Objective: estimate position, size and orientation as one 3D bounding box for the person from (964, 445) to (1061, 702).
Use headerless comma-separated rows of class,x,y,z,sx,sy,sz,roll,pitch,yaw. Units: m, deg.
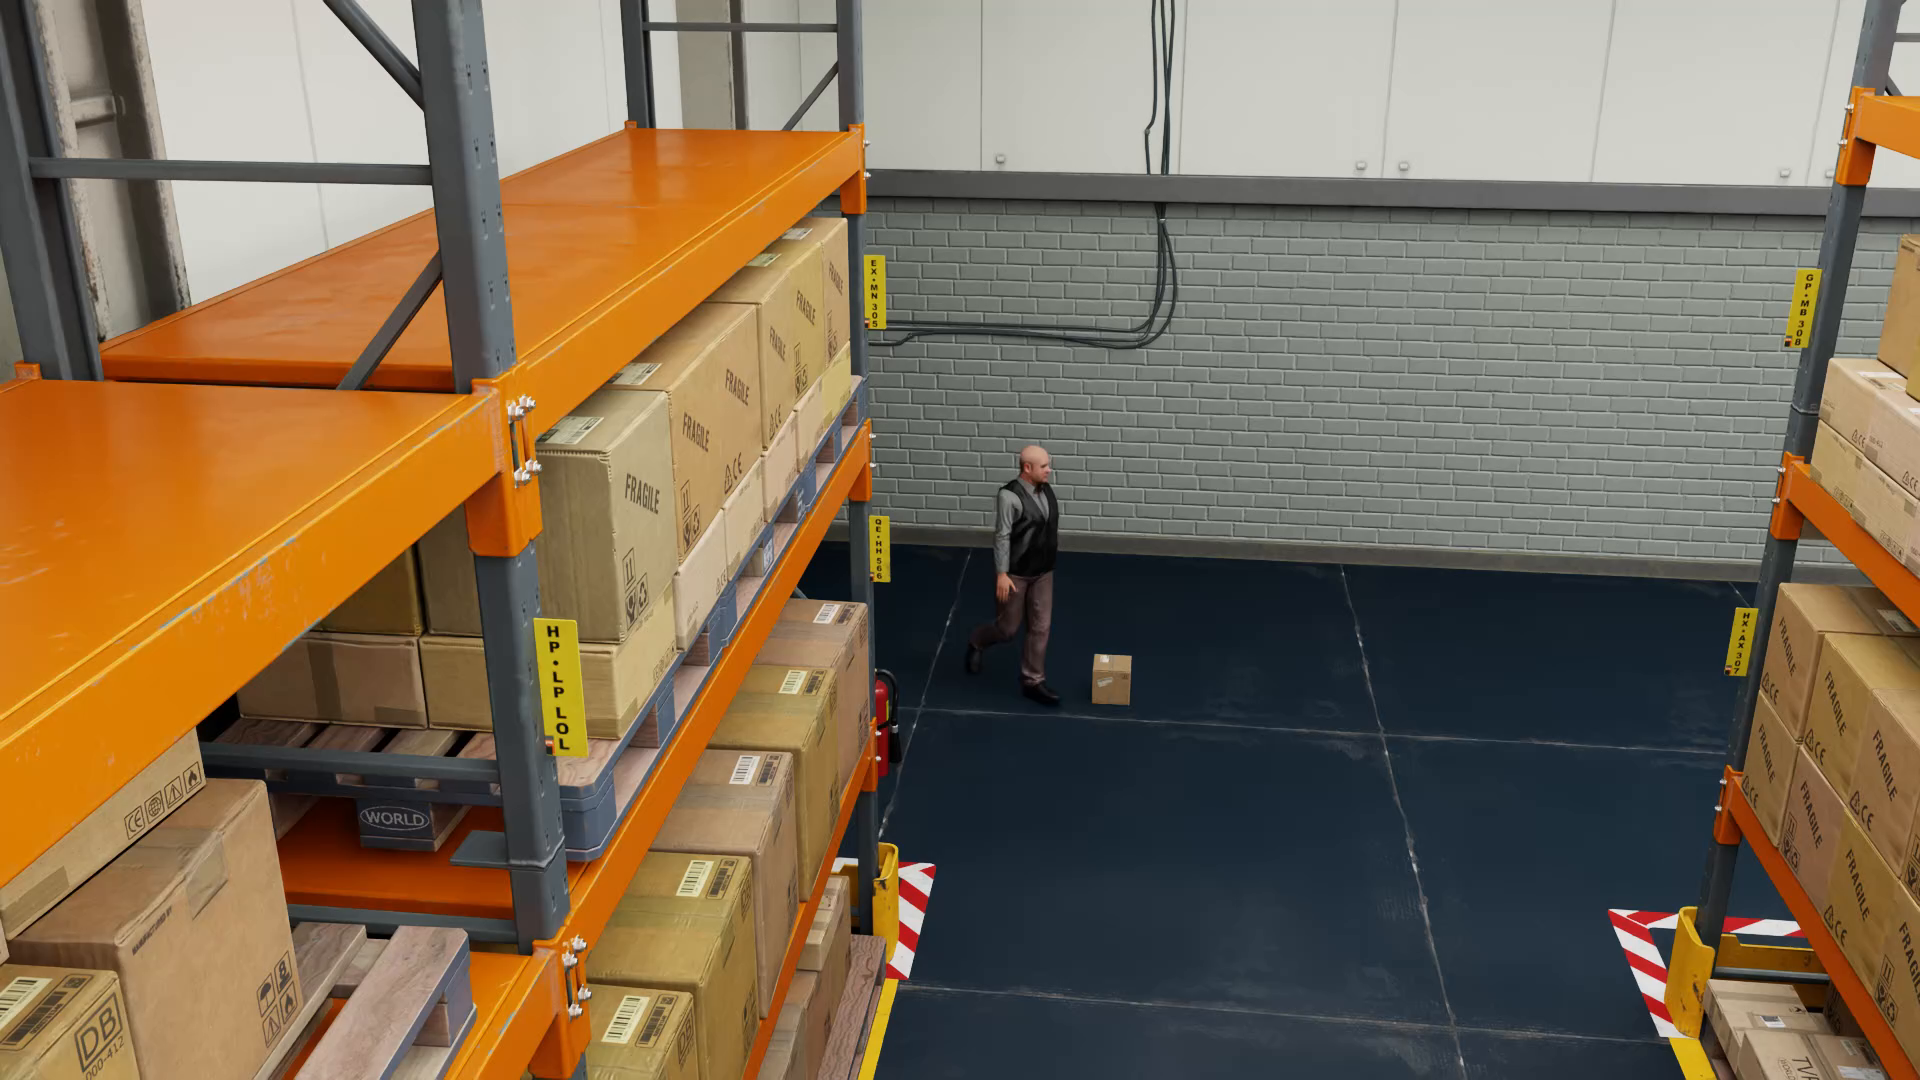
person,0.389,0.196,11.031,0.603,1.712,0.811,-19,28,-40
